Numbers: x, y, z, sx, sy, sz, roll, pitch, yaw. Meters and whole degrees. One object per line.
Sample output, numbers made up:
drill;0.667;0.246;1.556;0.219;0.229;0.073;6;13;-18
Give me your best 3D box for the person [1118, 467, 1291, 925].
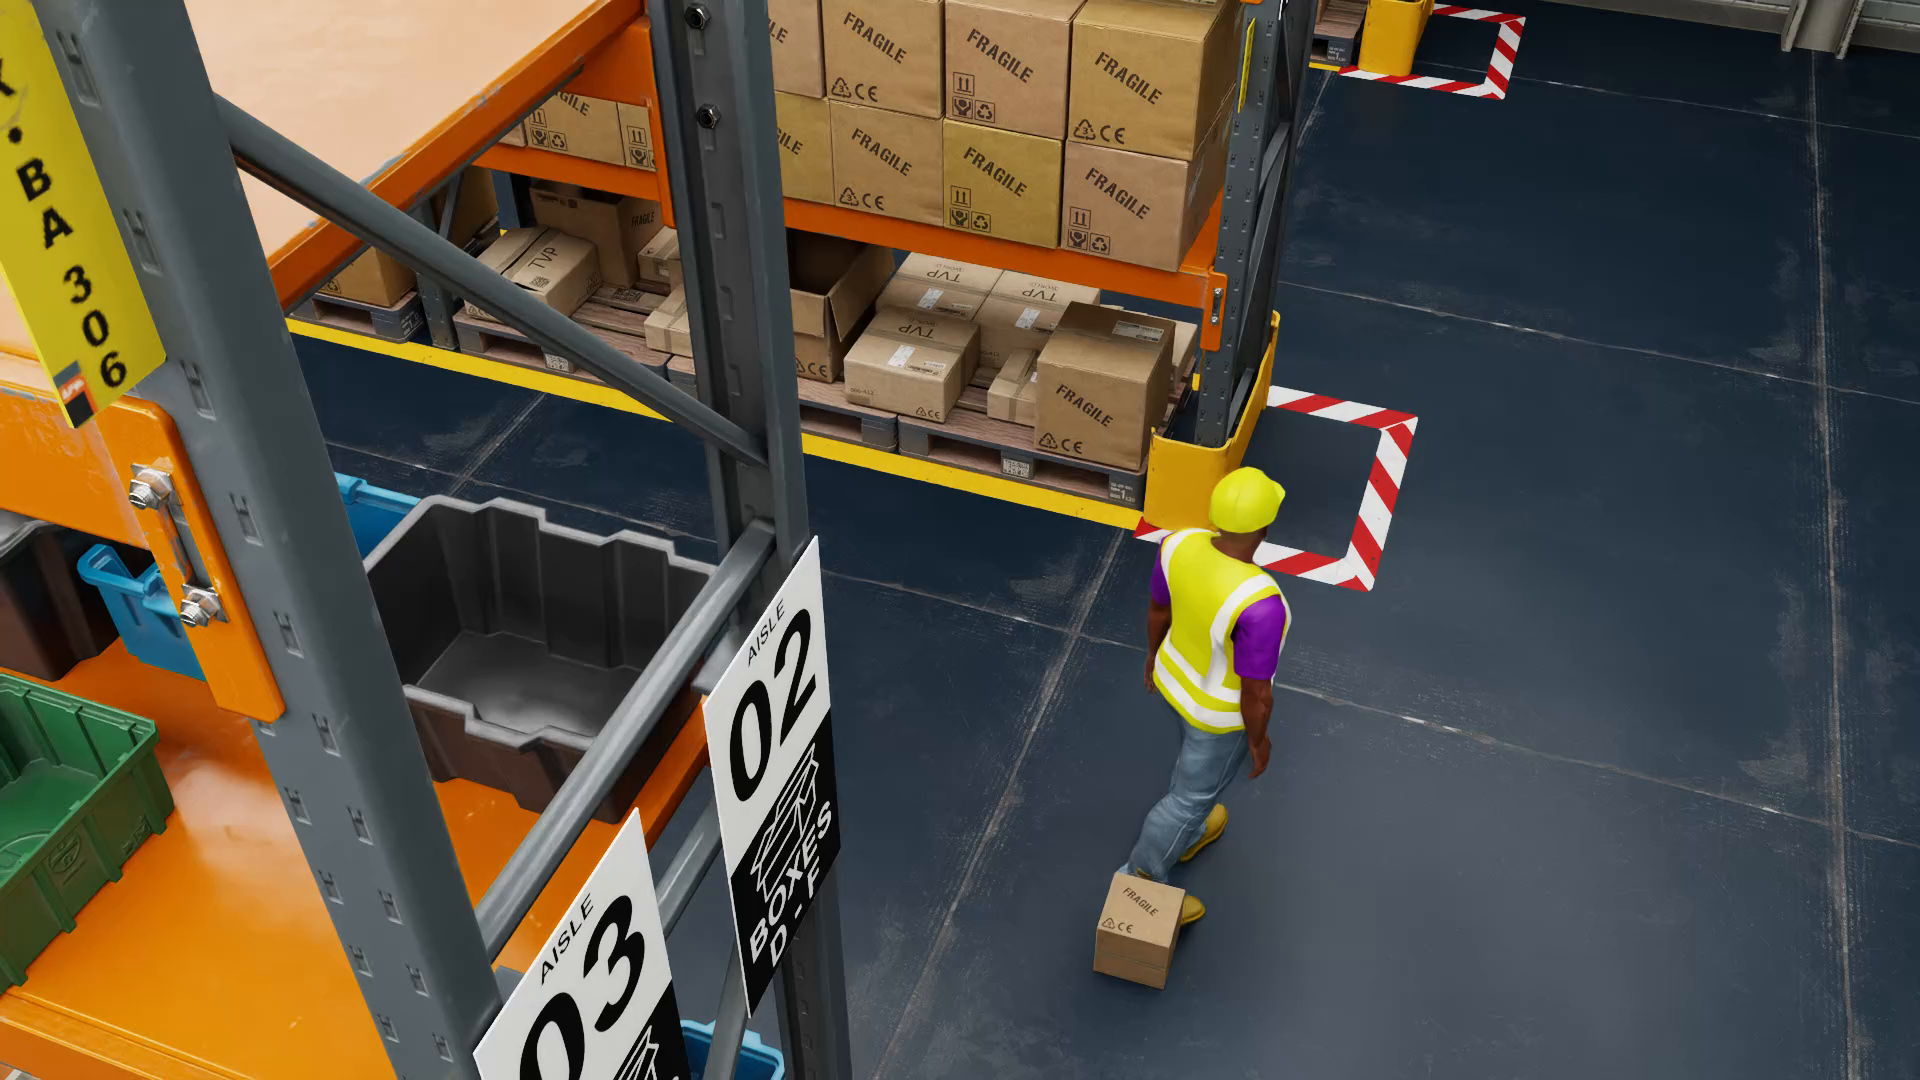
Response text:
person;-6.789;-0.441;6.648;12.855;1.757;9.965;-18;44;-19
